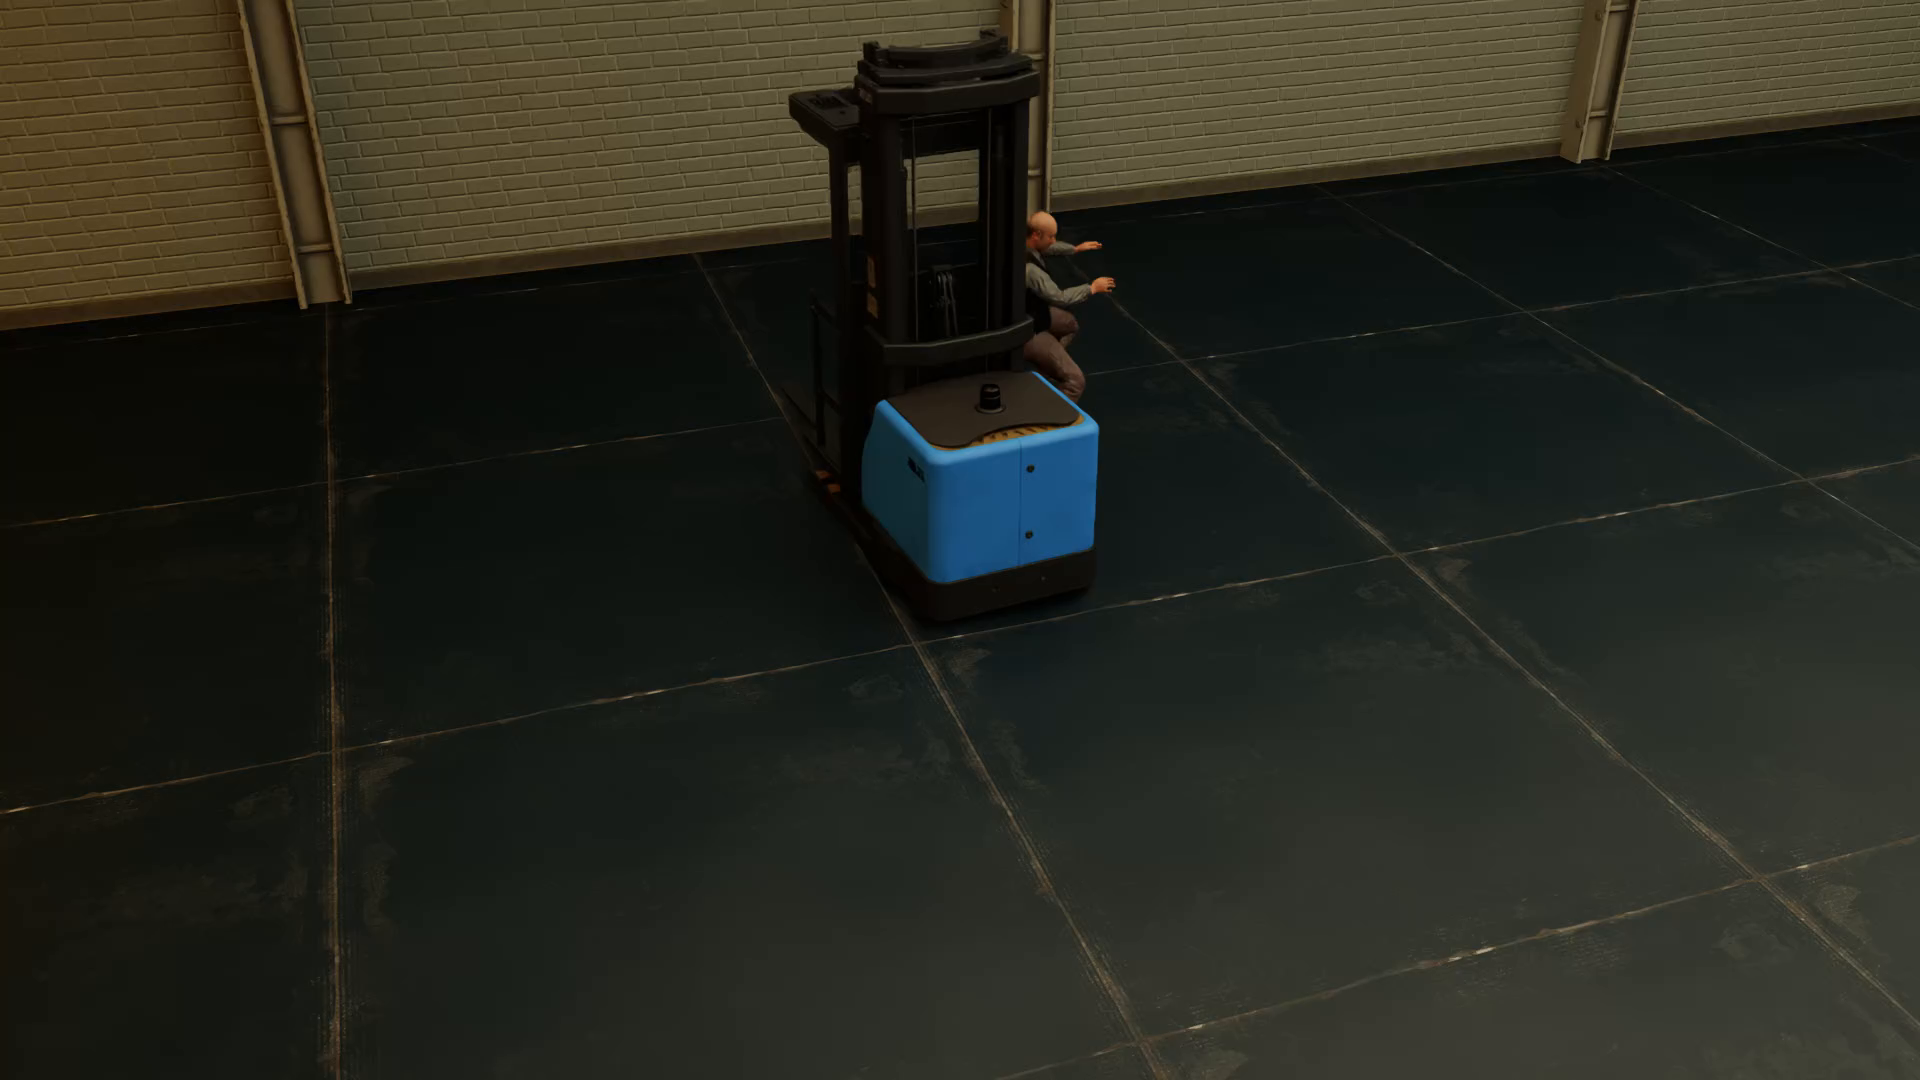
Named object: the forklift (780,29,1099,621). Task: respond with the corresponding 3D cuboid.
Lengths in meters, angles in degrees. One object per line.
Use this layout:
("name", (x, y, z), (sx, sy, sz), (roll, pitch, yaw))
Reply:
("forklift", (-0.302, -1.539, 9.762), (1.130, 2.935, 3.031), (-13, 32, -21))

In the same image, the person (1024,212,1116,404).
("person", (0.629, -1.446, 11.007), (0.761, 1.511, 0.956), (0, 30, 1))
